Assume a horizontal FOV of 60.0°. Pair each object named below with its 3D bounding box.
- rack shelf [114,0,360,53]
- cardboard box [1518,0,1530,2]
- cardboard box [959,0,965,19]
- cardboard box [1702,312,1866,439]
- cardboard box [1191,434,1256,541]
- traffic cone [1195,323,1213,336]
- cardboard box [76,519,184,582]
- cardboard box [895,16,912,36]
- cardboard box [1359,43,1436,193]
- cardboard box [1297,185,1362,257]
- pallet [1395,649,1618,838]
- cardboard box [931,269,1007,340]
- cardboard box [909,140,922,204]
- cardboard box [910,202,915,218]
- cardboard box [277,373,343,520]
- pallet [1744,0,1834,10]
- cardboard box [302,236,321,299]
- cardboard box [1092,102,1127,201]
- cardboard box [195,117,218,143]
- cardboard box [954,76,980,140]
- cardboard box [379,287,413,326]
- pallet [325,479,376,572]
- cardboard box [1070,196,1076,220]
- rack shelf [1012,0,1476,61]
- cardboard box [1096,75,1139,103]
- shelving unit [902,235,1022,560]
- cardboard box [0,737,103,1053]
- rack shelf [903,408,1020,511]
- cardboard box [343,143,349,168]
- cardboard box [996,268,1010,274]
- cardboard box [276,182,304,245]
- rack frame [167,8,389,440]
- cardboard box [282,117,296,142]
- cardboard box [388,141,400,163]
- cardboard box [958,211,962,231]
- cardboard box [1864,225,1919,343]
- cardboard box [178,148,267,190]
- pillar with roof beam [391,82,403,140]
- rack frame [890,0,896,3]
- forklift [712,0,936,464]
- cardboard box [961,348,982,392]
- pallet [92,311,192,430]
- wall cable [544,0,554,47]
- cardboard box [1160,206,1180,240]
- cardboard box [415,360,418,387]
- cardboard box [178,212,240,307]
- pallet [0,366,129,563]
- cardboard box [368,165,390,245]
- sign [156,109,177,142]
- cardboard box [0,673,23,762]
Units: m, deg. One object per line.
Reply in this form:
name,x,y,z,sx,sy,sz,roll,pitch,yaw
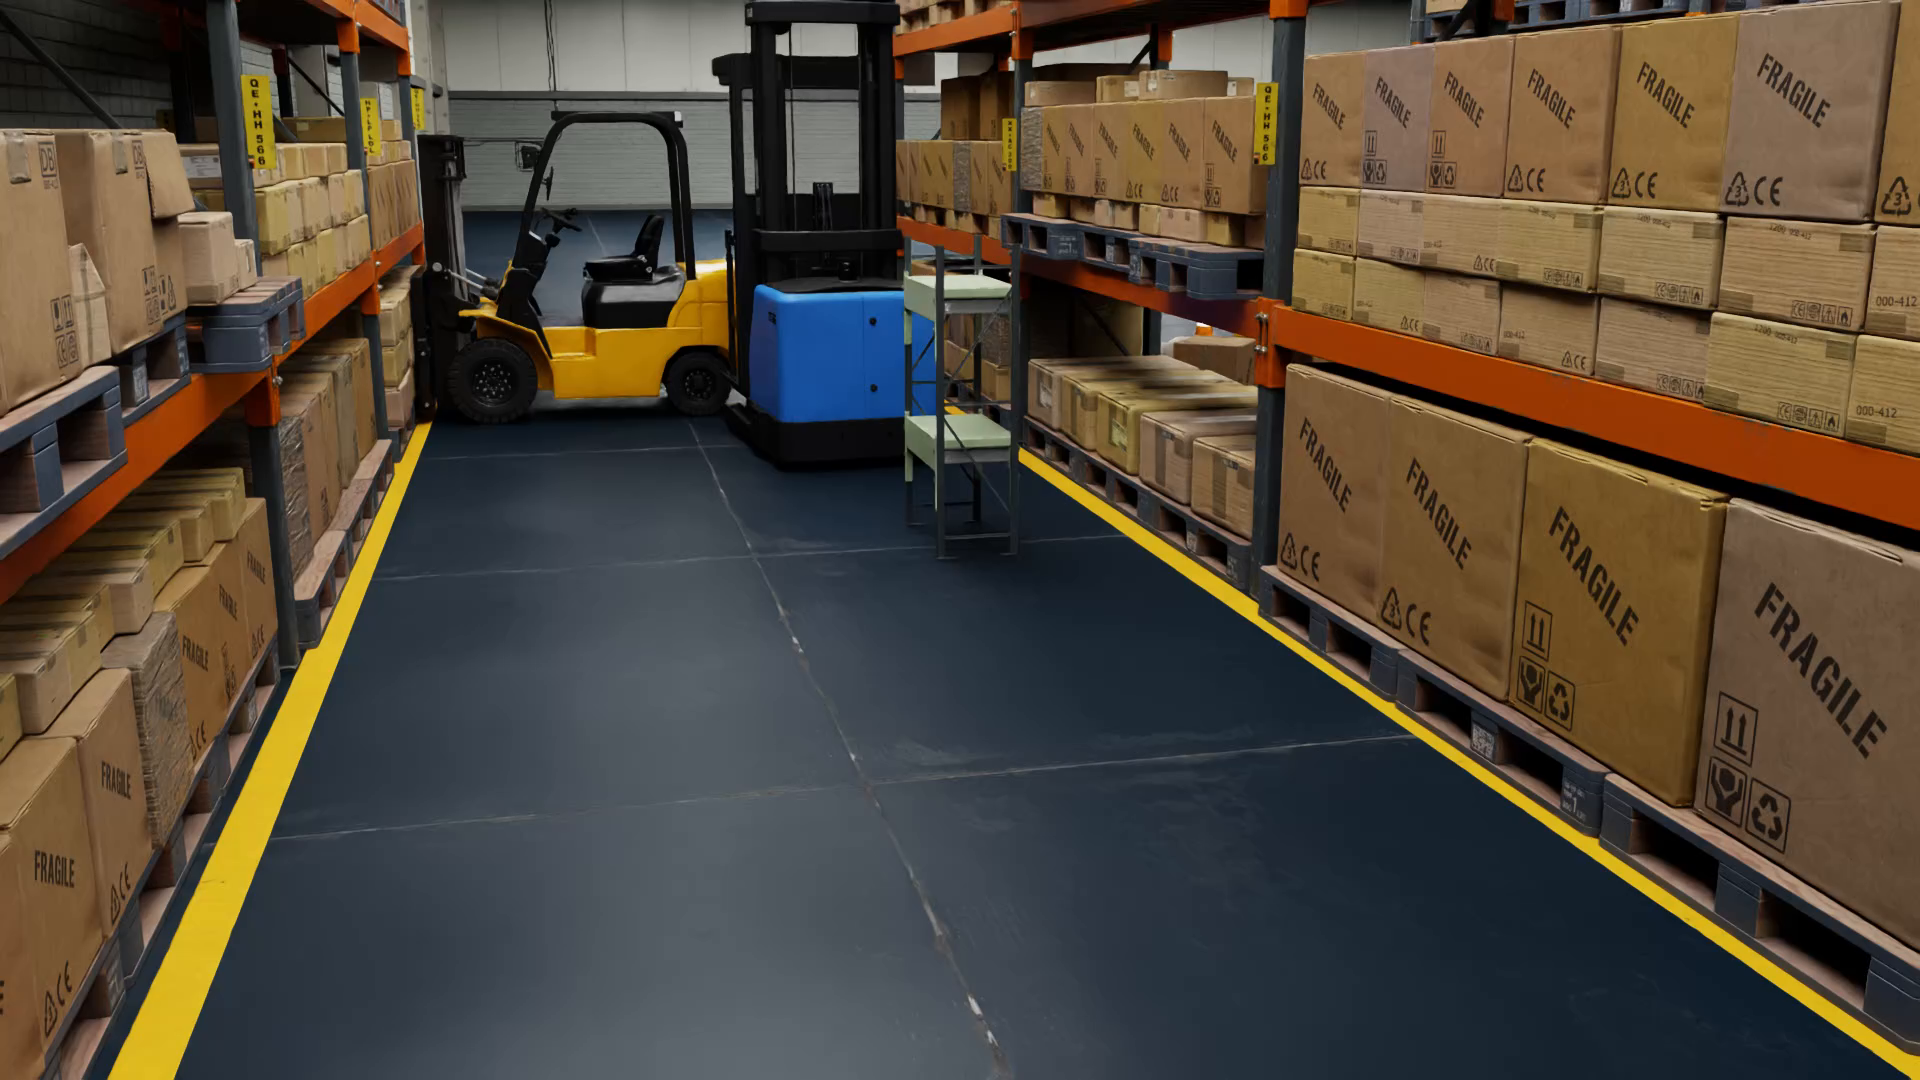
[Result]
rack shelf,-3.509,-2.509,7.571,1.077,0.370,4.000,-3,14,-13
cardboard box,4.819,-4.503,13.651,0.380,0.149,0.250,-3,14,-13
cardboard box,0.204,-3.893,12.250,0.380,0.149,0.250,-3,14,-14
cardboard box,2.255,-0.429,4.177,0.500,0.250,0.500,-3,14,-14
cardboard box,1.661,-0.276,7.887,0.950,0.372,0.625,-4,14,-17
traffic cone,2.260,-1.943,15.407,0.336,0.463,0.334,-3,14,-13
cardboard box,-2.546,0.043,4.945,0.380,0.149,0.250,-3,14,-12
cardboard box,-0.332,-4.303,13.930,0.380,0.149,0.250,-3,14,-13
cardboard box,1.788,-1.510,5.971,0.500,0.500,0.500,-3,14,-13
cardboard box,1.663,-1.257,6.513,0.500,0.250,0.500,-3,14,-14
pallet,2.179,0.604,5.509,1.003,0.211,1.213,-3,14,-13
cardboard box,0.069,-1.852,13.015,0.500,0.500,0.500,-3,14,-12
cardboard box,-0.128,-3.012,13.597,0.500,0.500,0.500,-3,14,-11
cardboard box,-0.216,-2.851,14.305,0.380,0.149,0.250,-3,14,-13
cardboard box,-3.492,-0.440,8.028,0.875,0.625,0.625,-4,14,-16
pallet,5.896,-3.595,10.903,0.805,0.209,1.217,-4,14,-15
cardboard box,-3.147,-1.218,7.407,0.500,0.250,0.500,-4,14,-15
cardboard box,1.028,-2.065,8.836,0.500,0.500,0.500,-4,14,-15
cardboard box,-4.348,-2.427,9.839,0.380,0.149,0.250,-3,14,-13
cardboard box,0.349,-3.519,13.565,0.700,0.500,0.500,-3,14,-13
cardboard box,-4.026,-1.578,11.369,0.500,0.250,0.500,-3,14,-11
pallet,-3.478,-0.058,8.220,1.003,0.211,1.213,-3,14,-13
cardboard box,0.859,-1.958,9.764,0.380,0.149,0.250,-2,14,-10
rack shelf,1.315,-2.786,8.707,1.077,0.370,4.000,-3,14,-13
cardboard box,0.967,-2.479,9.165,0.380,0.149,0.250,-2,14,-10
shelving unit,-0.002,-0.730,8.255,0.431,1.500,0.755,-3,14,-13
cardboard box,-2.130,0.747,3.432,0.500,0.500,0.500,-3,14,-14
rack shelf,-0.002,-0.413,8.333,0.431,0.370,0.720,-3,14,-13
cardboard box,-3.798,-2.314,10.002,0.380,0.149,0.250,-4,14,-14
cardboard box,0.585,-1.888,13.164,0.500,0.500,0.500,-4,14,-15
cardboard box,-3.023,-1.341,6.859,0.500,0.250,0.500,-3,14,-11
rack frame,-3.979,-1.862,9.730,1.000,3.000,0.127,-3,14,-13
cardboard box,-3.932,-2.515,10.197,0.380,0.149,0.250,-3,14,-12
cardboard box,-4.240,-2.790,11.949,0.380,0.149,0.250,-3,14,-13
cardboard box,0.200,-2.370,12.337,0.380,0.149,0.250,-4,14,-14
cardboard box,2.384,-0.553,3.631,0.500,0.250,0.500,-3,14,-13
cardboard box,-2.828,-1.393,6.232,0.380,0.149,0.250,-3,14,-12
pillar with roof beam,-5.674,-9.881,29.911,9.100,9.000,0.400,-3,14,-13
rack frame,-0.094,-5.977,13.931,1.000,3.000,0.127,-3,14,-13
forklift,-1.033,-2.199,11.254,1.130,2.935,3.031,-4,14,-17
cardboard box,0.310,-1.252,12.140,0.500,0.250,0.500,-4,14,-15
pallet,-2.578,-0.398,4.141,1.003,0.211,1.213,-3,14,-13
wall cable,-9.454,-14.259,43.730,3.097,2.526,0.112,-3,14,-13
cardboard box,1.191,-1.534,8.029,0.380,0.149,0.250,-4,14,-16
cardboard box,-4.141,-1.213,11.981,0.500,0.250,0.500,-3,14,-11
cardboard box,-2.477,-0.846,4.999,0.500,0.250,0.500,-4,14,-16
pallet,-2.182,-0.114,2.978,1.003,0.211,1.213,-3,14,-13
cardboard box,-3.968,-2.147,10.685,0.500,0.500,0.500,-3,14,-12
sign,-4.518,-2.290,9.490,0.100,0.325,0.005,-3,14,-13
cardboard box,-2.215,0.400,3.485,0.380,0.149,0.250,-4,14,-14
